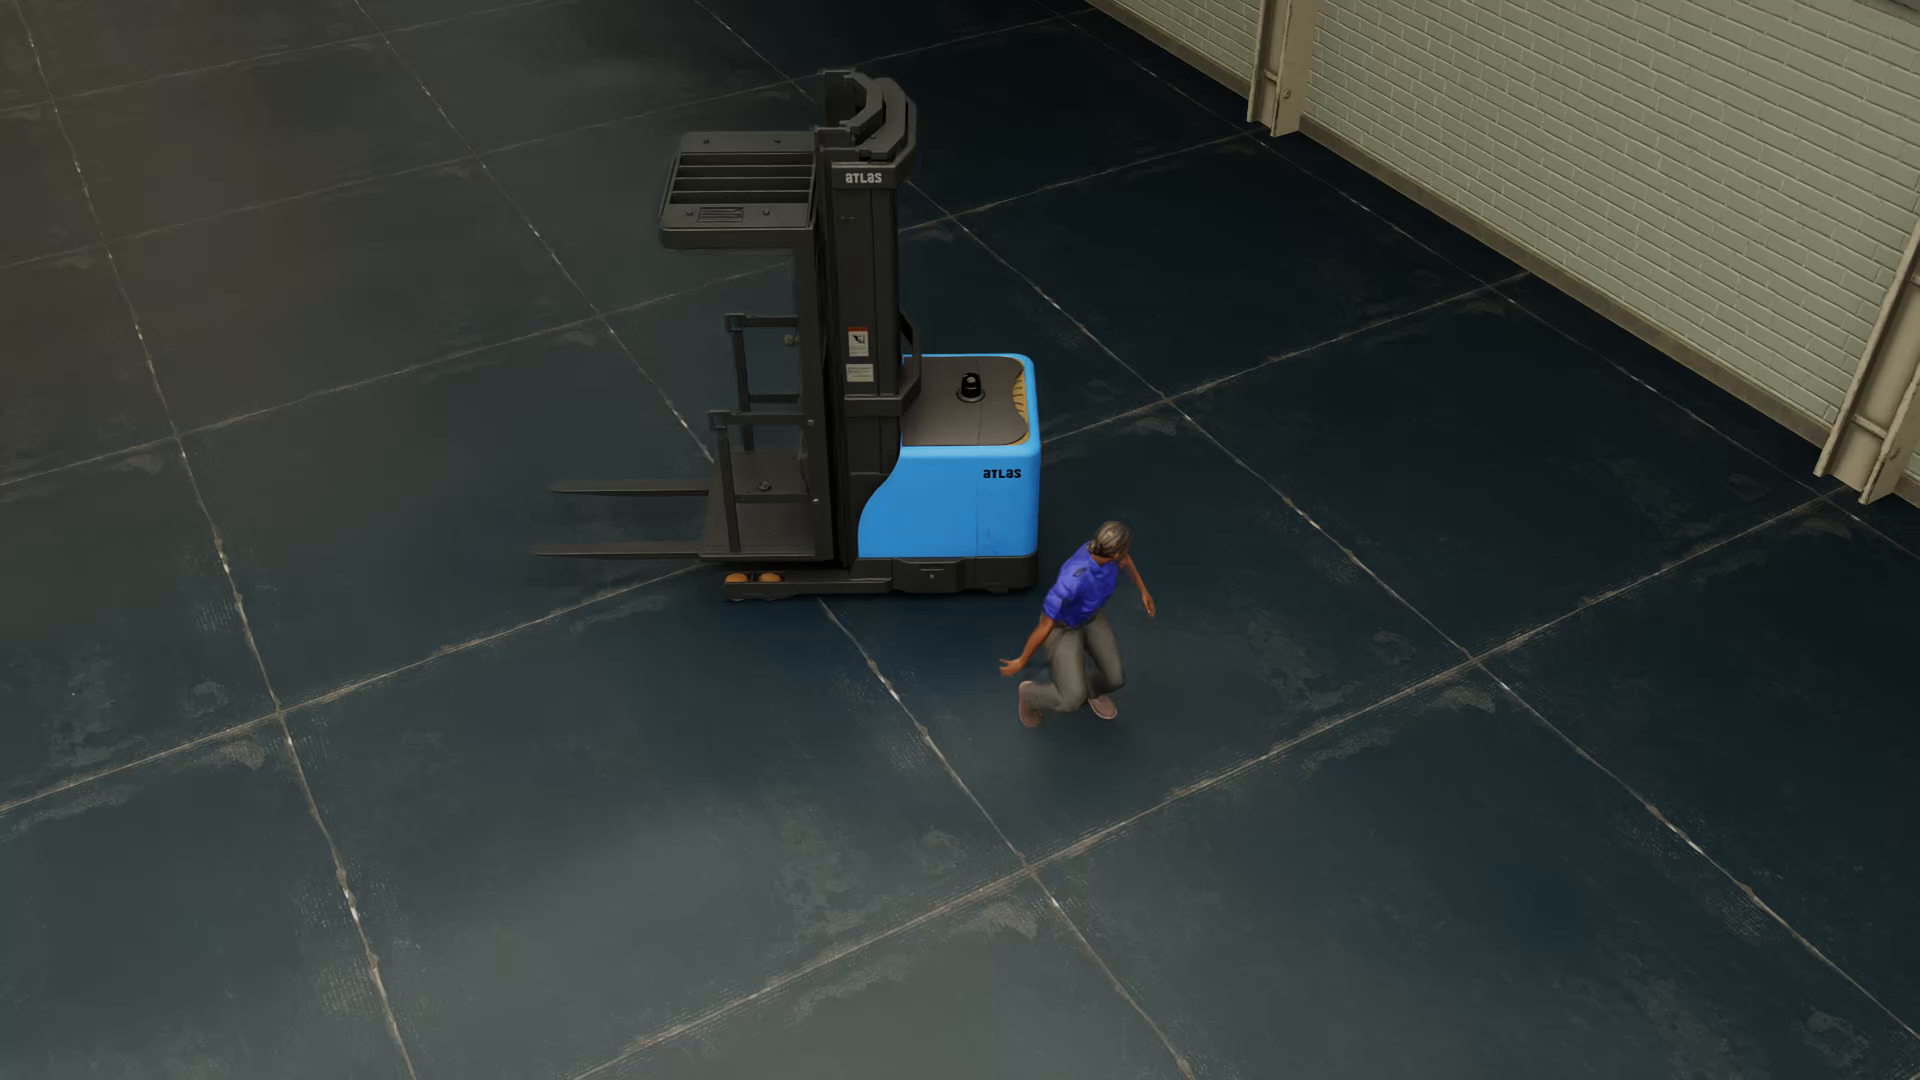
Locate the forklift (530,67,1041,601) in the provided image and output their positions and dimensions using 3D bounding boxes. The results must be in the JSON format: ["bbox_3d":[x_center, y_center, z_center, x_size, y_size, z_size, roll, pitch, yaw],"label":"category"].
[{"bbox_3d":[-1.052,-1.108,9.372,3.031,2.935,1.130,-1,40,-1],"label":"forklift"}]

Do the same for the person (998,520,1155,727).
[{"bbox_3d":[0.588,0.470,8.659,0.885,1.494,0.492,-30,48,-31],"label":"person"}]
